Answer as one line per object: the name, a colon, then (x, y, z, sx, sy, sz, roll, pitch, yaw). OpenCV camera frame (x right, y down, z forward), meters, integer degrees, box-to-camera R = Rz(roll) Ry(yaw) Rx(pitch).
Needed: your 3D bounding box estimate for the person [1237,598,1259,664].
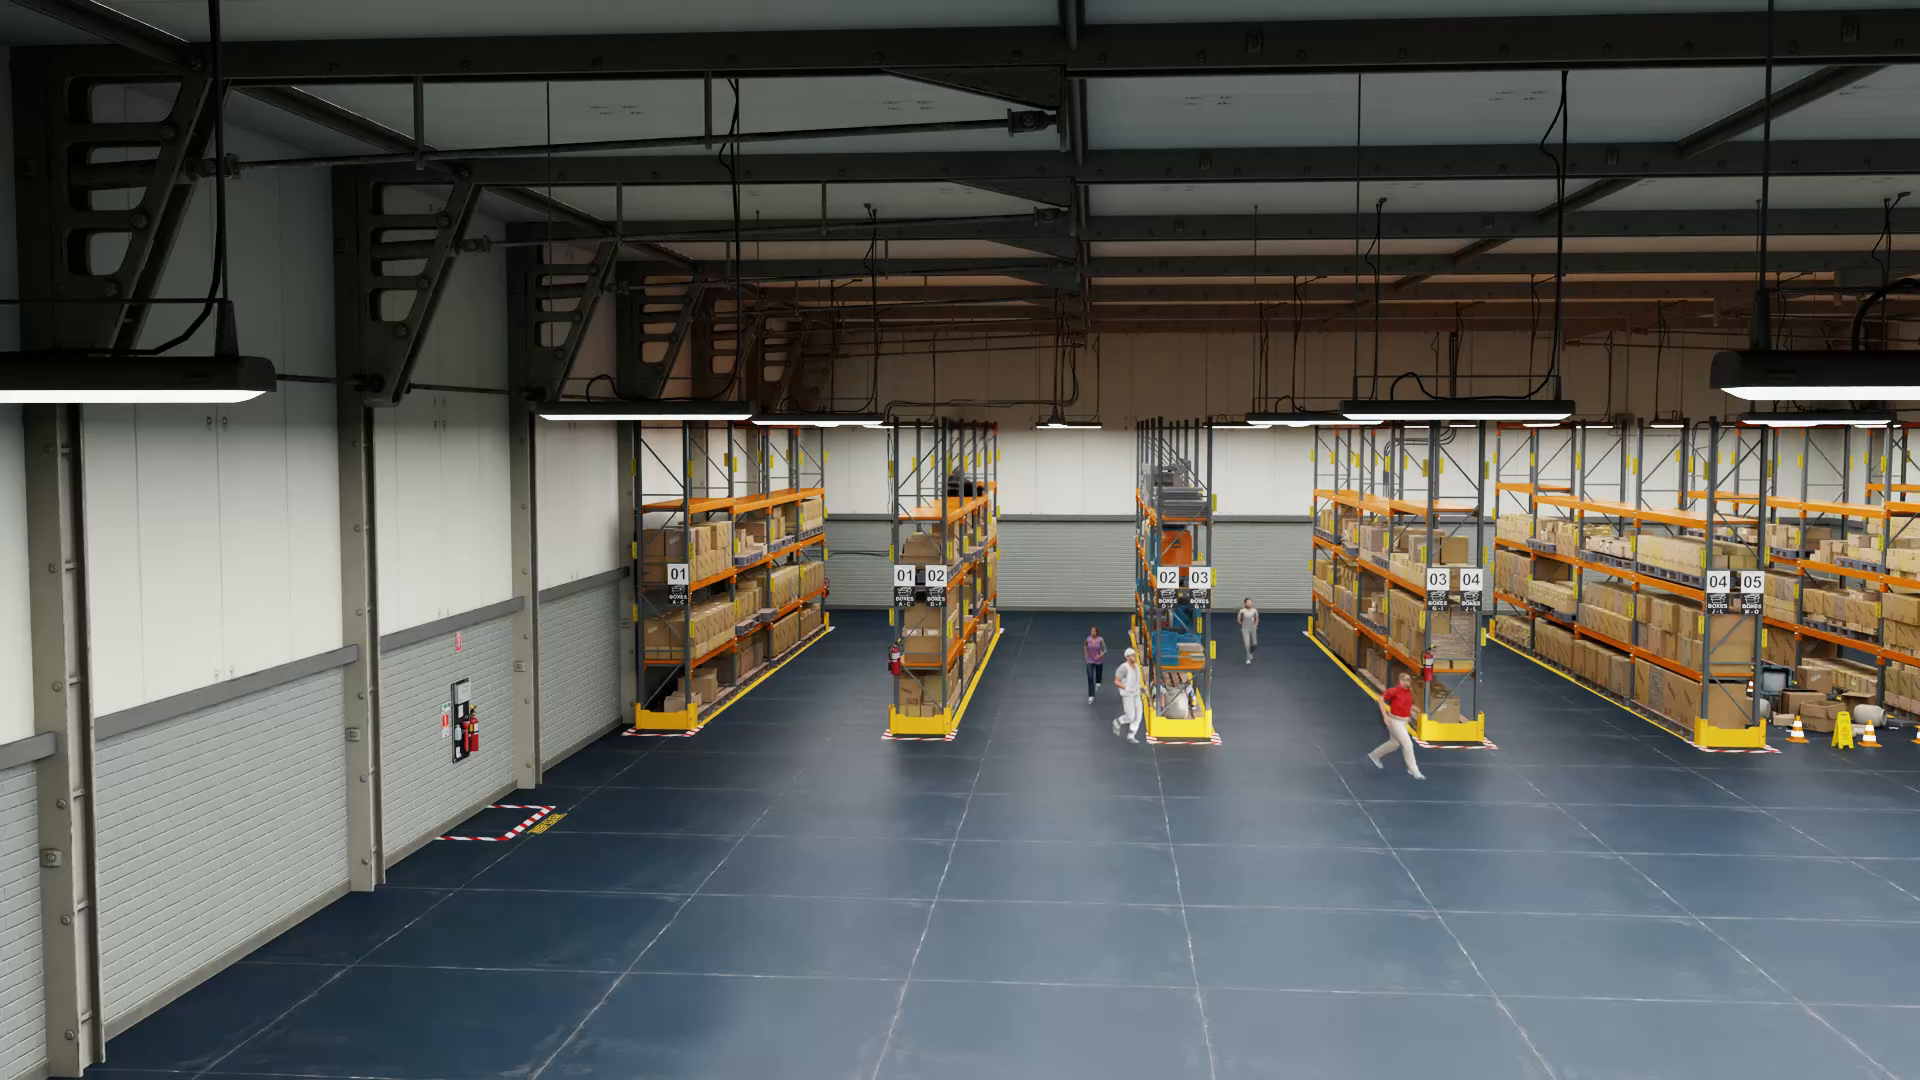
person: (7.103, 2.236, 40.917, 0.560, 1.622, 0.577, 0, 4, -2)

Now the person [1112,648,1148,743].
person: (3.105, 2.854, 30.566, 0.646, 1.743, 0.645, -3, 5, -41)

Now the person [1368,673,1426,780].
person: (7.272, 3.066, 27.602, 0.987, 1.753, 0.686, 3, 5, 39)

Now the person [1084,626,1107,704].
person: (2.882, 2.628, 35.406, 0.507, 1.593, 1.033, 0, 4, 7)
